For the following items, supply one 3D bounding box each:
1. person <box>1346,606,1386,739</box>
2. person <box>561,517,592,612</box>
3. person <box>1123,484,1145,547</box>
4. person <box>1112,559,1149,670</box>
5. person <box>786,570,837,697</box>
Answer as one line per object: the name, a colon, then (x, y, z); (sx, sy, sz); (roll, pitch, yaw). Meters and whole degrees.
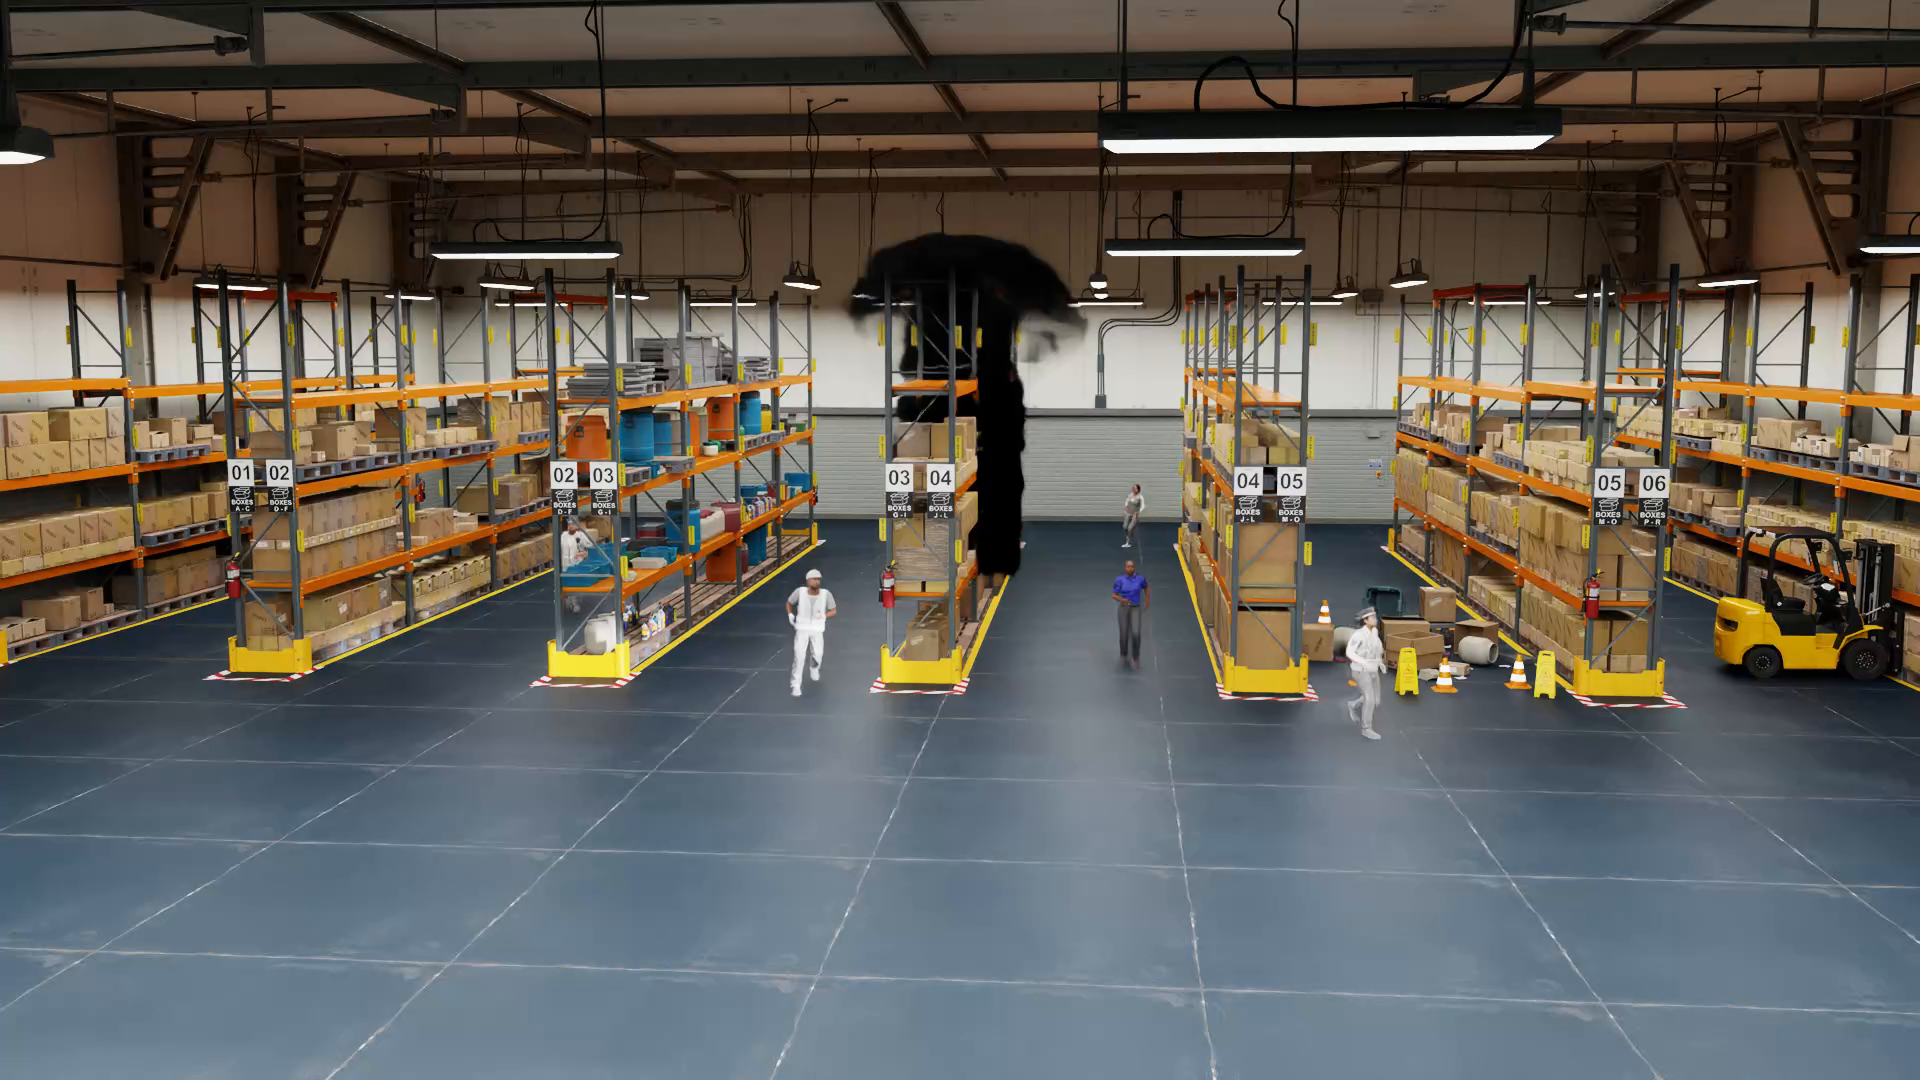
person: (5.069, 1.653, 20.958); (0.613, 1.678, 0.610); (-6, 9, -39)
person: (-7.083, 0.443, 30.399); (0.710, 1.757, 0.563); (0, 7, 4)
person: (4.153, -0.579, 39.739); (0.593, 1.527, 0.514); (4, 8, 29)
person: (2.596, 1.146, 25.287); (0.589, 1.704, 0.723); (0, 7, 1)
person: (-2.112, 1.288, 23.694); (0.715, 1.749, 0.875); (-1, 7, -10)
